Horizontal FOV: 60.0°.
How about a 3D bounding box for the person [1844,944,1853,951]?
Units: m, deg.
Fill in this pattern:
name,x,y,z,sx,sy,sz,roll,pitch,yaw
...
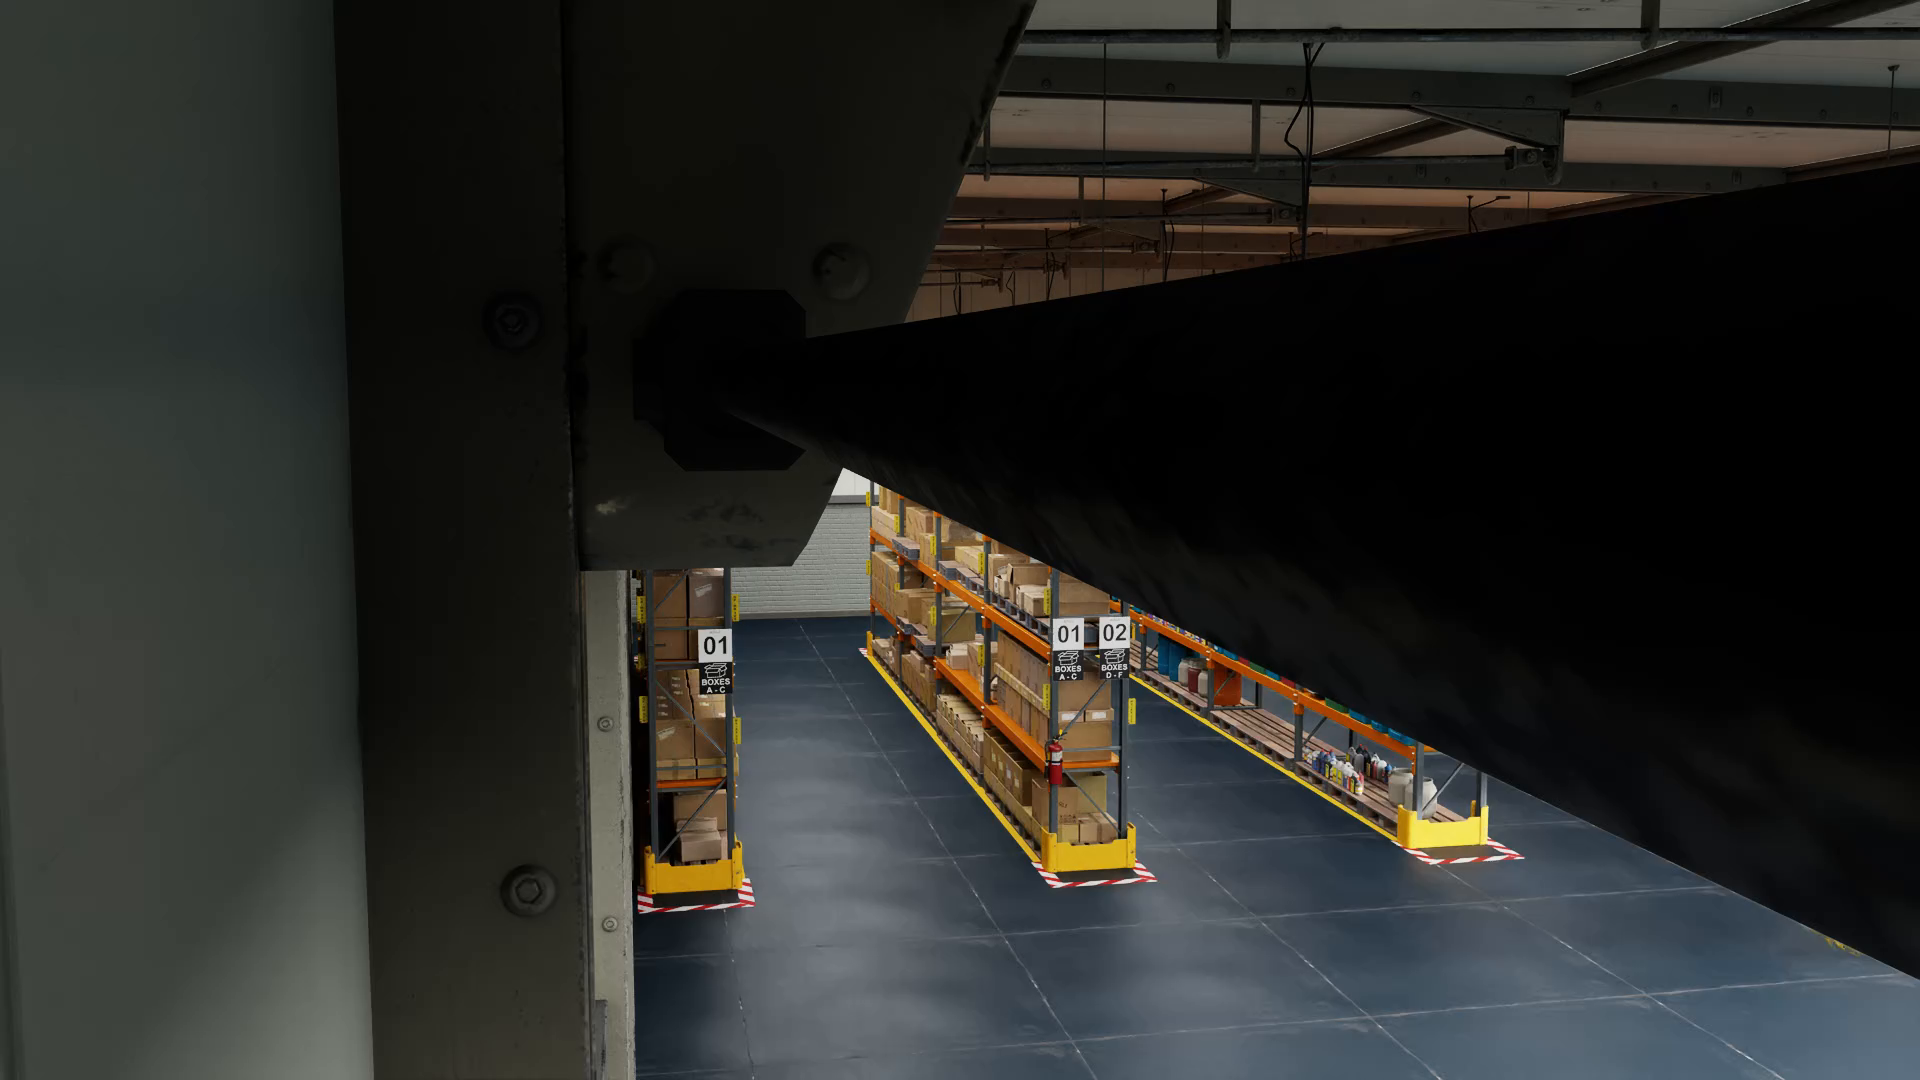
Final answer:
name,x,y,z,sx,sy,sz,roll,pitch,yaw
person,9.728,3.621,17.782,0.706,1.723,0.706,1,6,13
